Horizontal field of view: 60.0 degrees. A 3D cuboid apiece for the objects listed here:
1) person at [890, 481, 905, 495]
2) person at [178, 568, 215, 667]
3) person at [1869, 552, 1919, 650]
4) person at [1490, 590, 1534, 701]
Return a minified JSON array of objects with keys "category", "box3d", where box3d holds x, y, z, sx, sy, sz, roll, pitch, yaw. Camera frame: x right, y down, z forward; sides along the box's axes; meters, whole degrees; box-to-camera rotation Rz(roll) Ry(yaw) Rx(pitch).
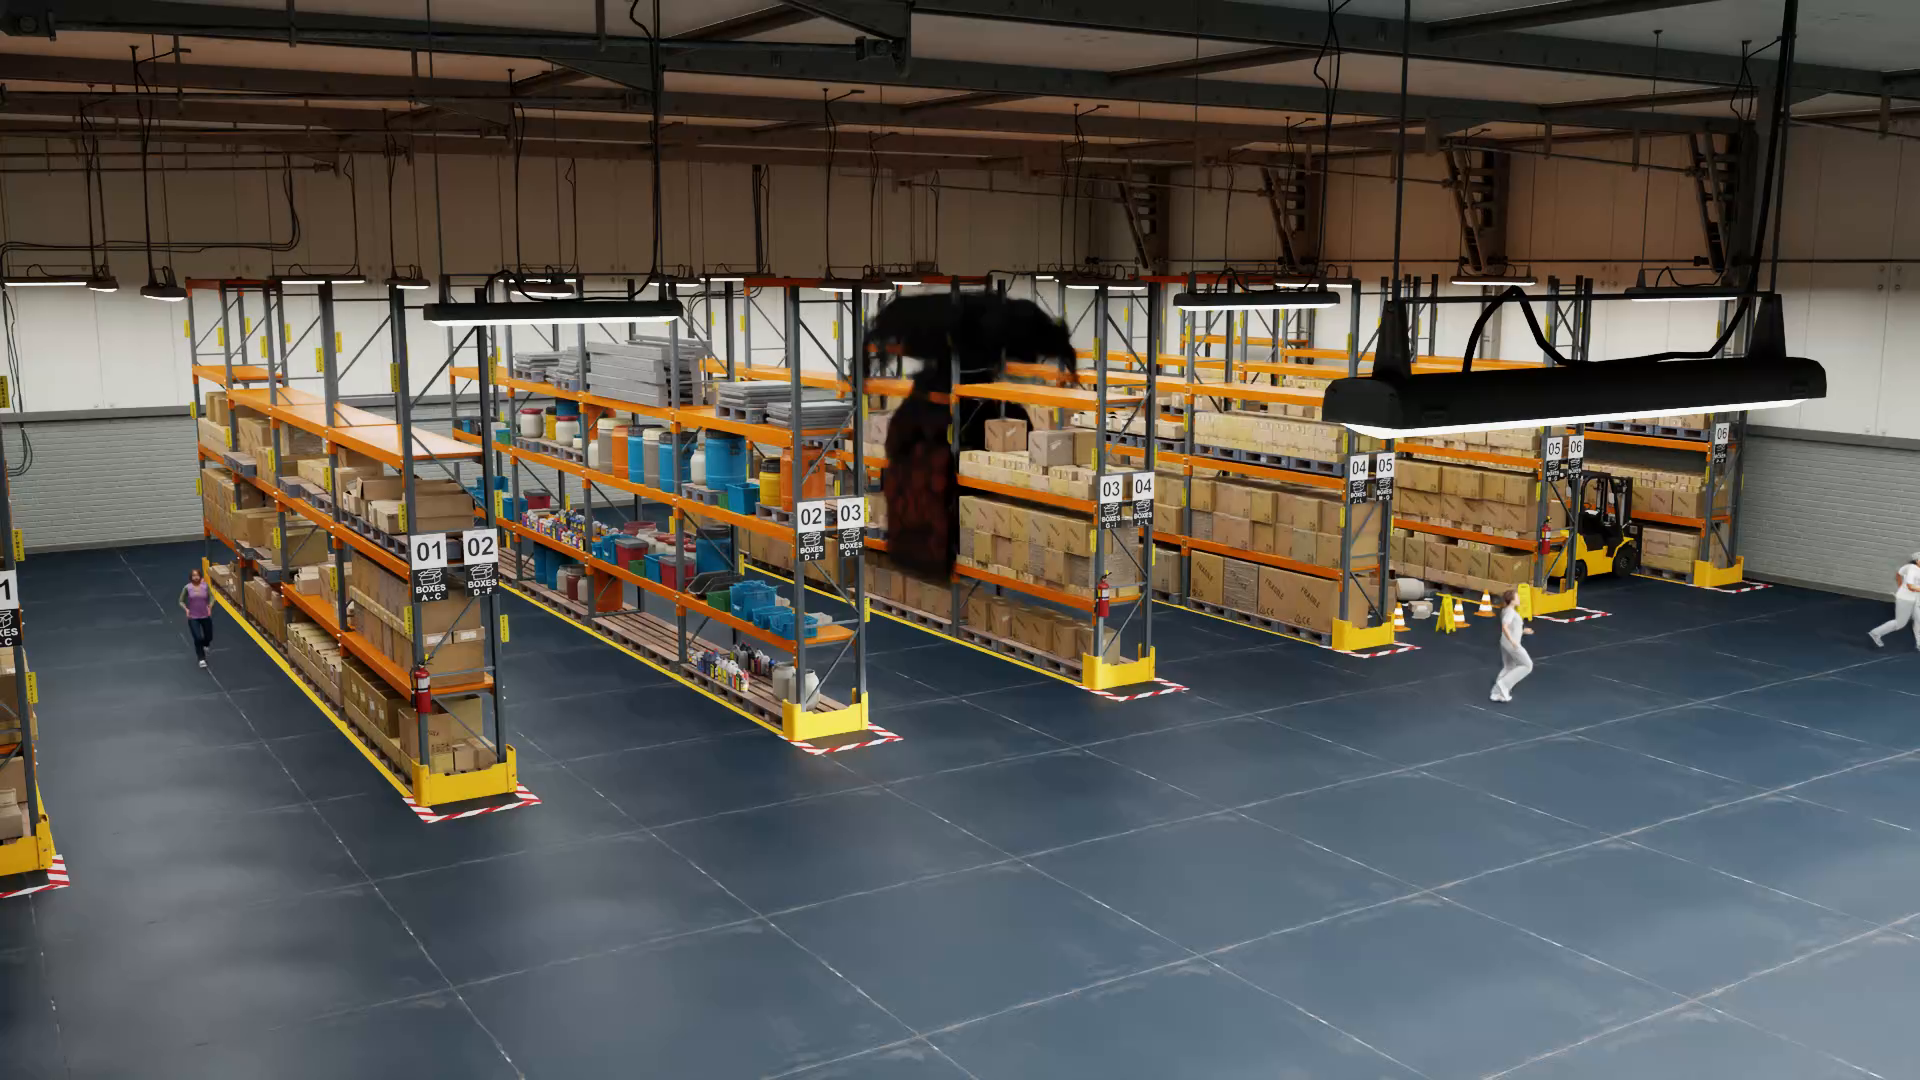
[{"category":"person","box3d":[-1.560,-1.547,41.970,0.900,1.775,0.726,2,10,10]},{"category":"person","box3d":[-11.985,1.209,26.157,0.535,1.548,0.567,-6,11,-30]},{"category":"person","box3d":[15.376,1.016,27.028,0.981,1.684,0.628,5,11,30]},{"category":"person","box3d":[7.990,1.525,23.987,0.582,1.633,0.546,0,10,1]}]
